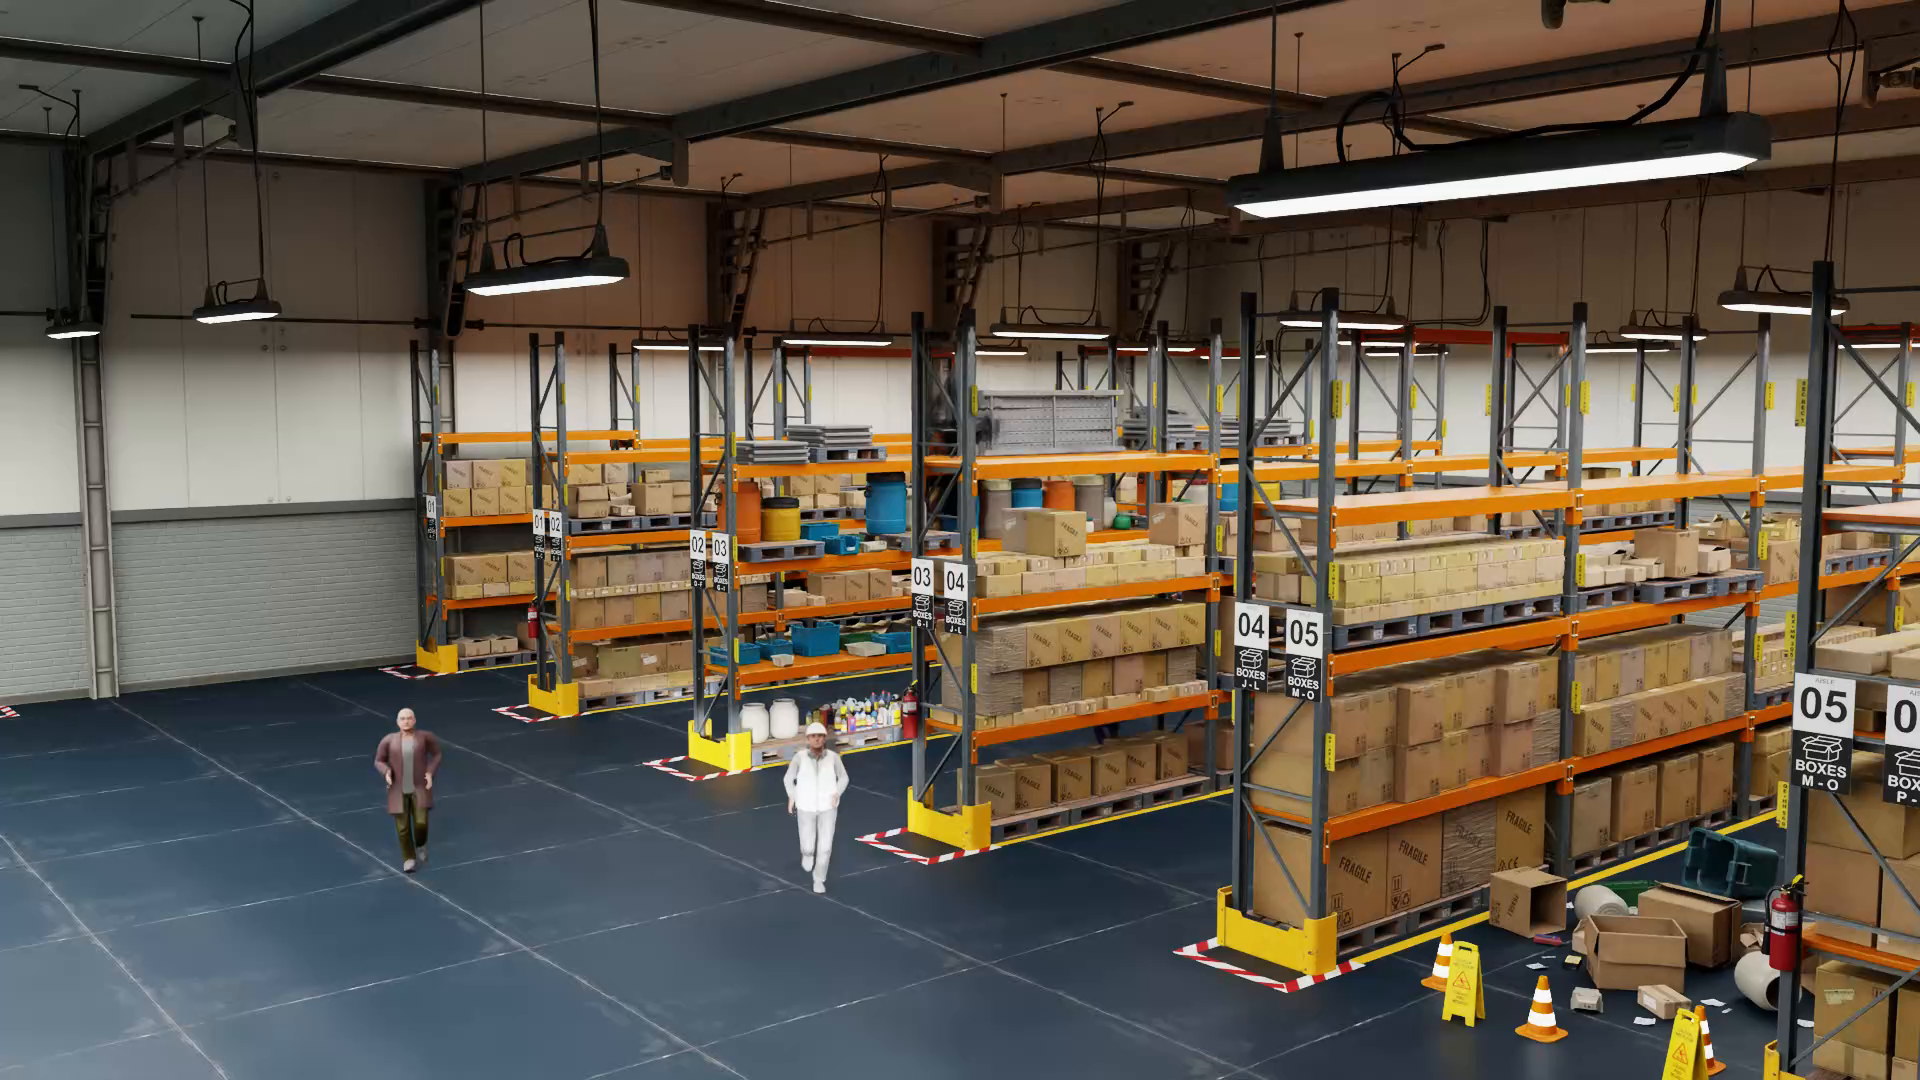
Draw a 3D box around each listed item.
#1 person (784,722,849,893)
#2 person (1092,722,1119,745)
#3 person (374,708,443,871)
[{"bbox_3d":[-1.497,2.728,17.107,0.624,1.727,0.590,-1,5,-7],"label":"person"},{"bbox_3d":[2.046,2.181,23.735,0.535,1.616,0.605,-5,7,-43],"label":"person"},{"bbox_3d":[-5.866,2.659,17.706,0.703,1.729,0.638,-2,6,-16],"label":"person"}]
